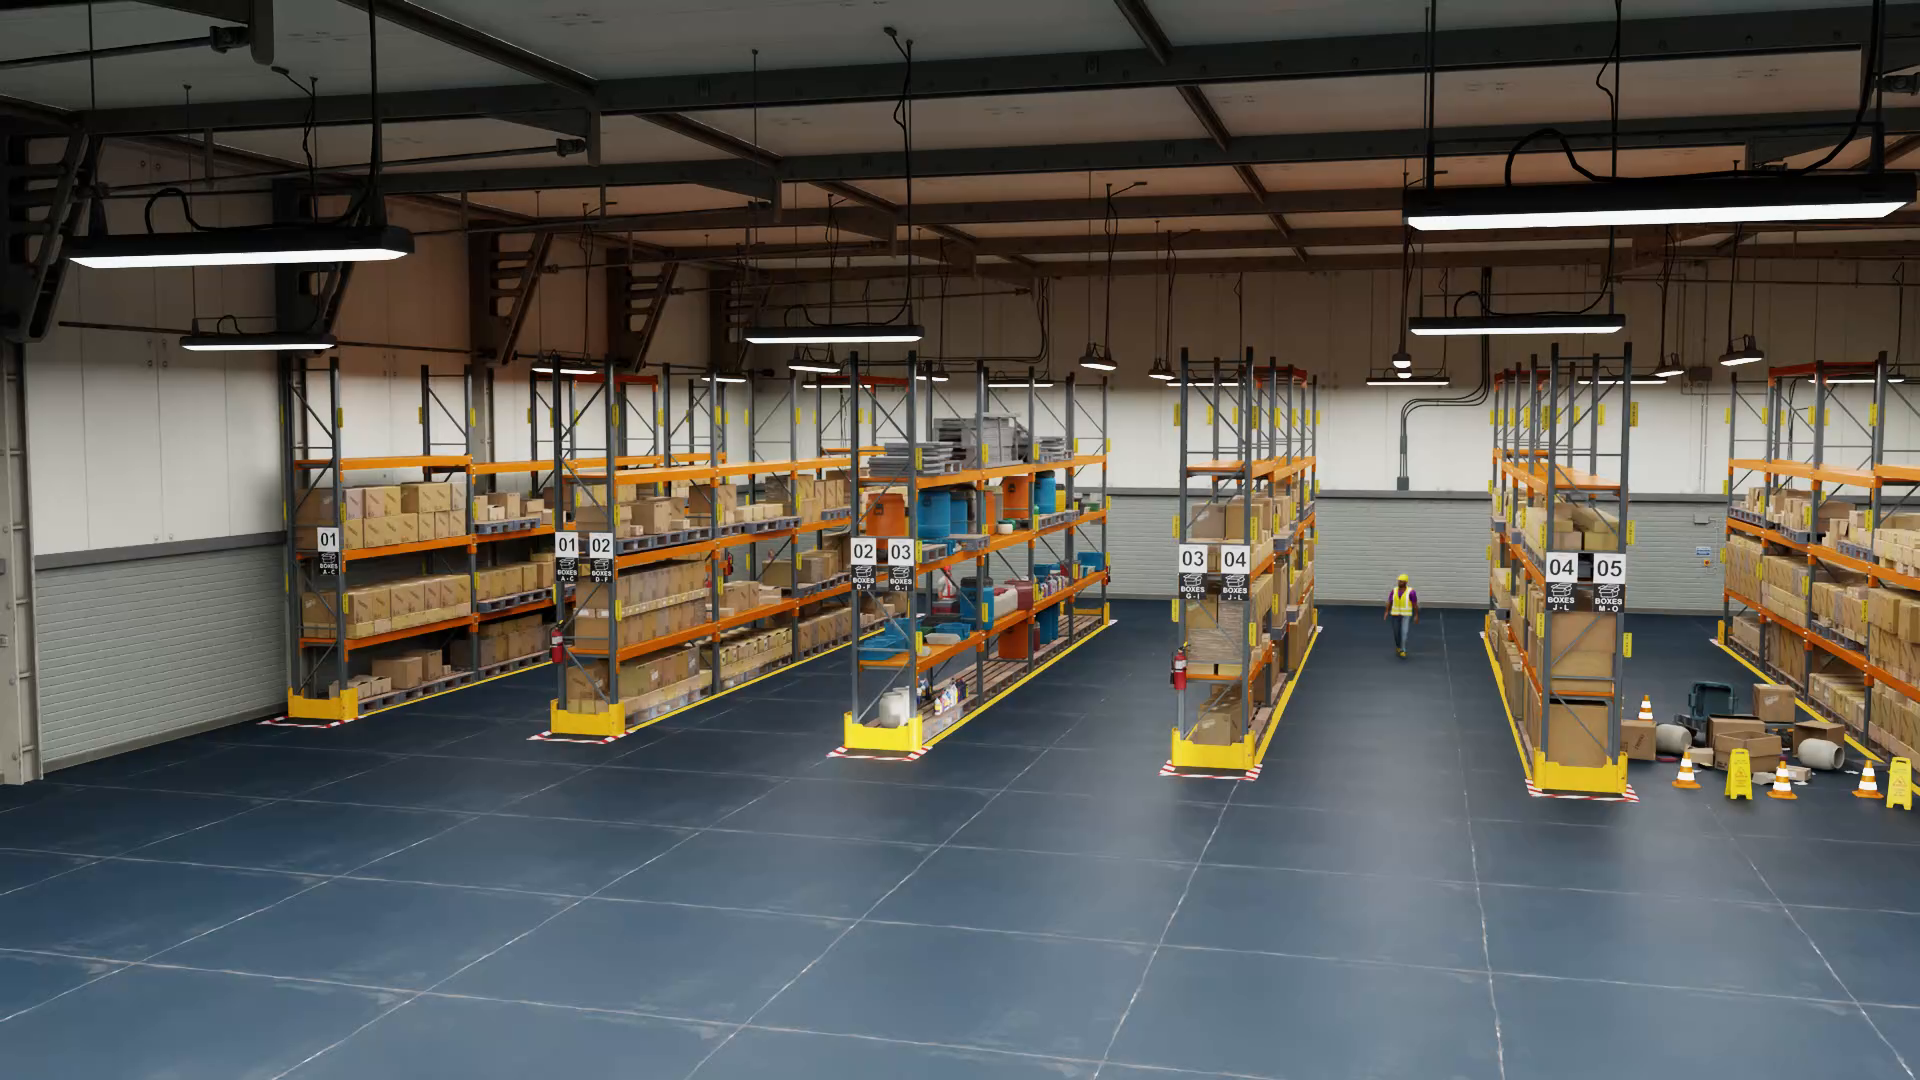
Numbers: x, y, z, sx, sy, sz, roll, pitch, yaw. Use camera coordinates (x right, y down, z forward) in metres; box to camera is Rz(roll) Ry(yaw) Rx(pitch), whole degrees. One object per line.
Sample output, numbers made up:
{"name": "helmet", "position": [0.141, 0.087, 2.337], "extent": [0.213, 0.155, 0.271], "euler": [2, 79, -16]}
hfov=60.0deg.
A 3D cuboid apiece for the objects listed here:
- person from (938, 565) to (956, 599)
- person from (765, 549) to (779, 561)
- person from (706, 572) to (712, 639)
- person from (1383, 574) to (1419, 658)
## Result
{"name": "person", "position": [-0.220, 1.434, 36.428], "extent": [0.509, 1.810, 0.571], "euler": [2, 5, 29]}
{"name": "person", "position": [-4.832, 1.030, 43.061], "extent": [0.447, 1.588, 0.442], "euler": [-2, 5, -30]}
{"name": "person", "position": [-5.201, 1.536, 35.491], "extent": [0.590, 1.720, 0.567], "euler": [2, 5, 22]}
{"name": "person", "position": [9.247, 1.578, 34.854], "extent": [0.697, 1.722, 1.037], "euler": [2, 5, 24]}
